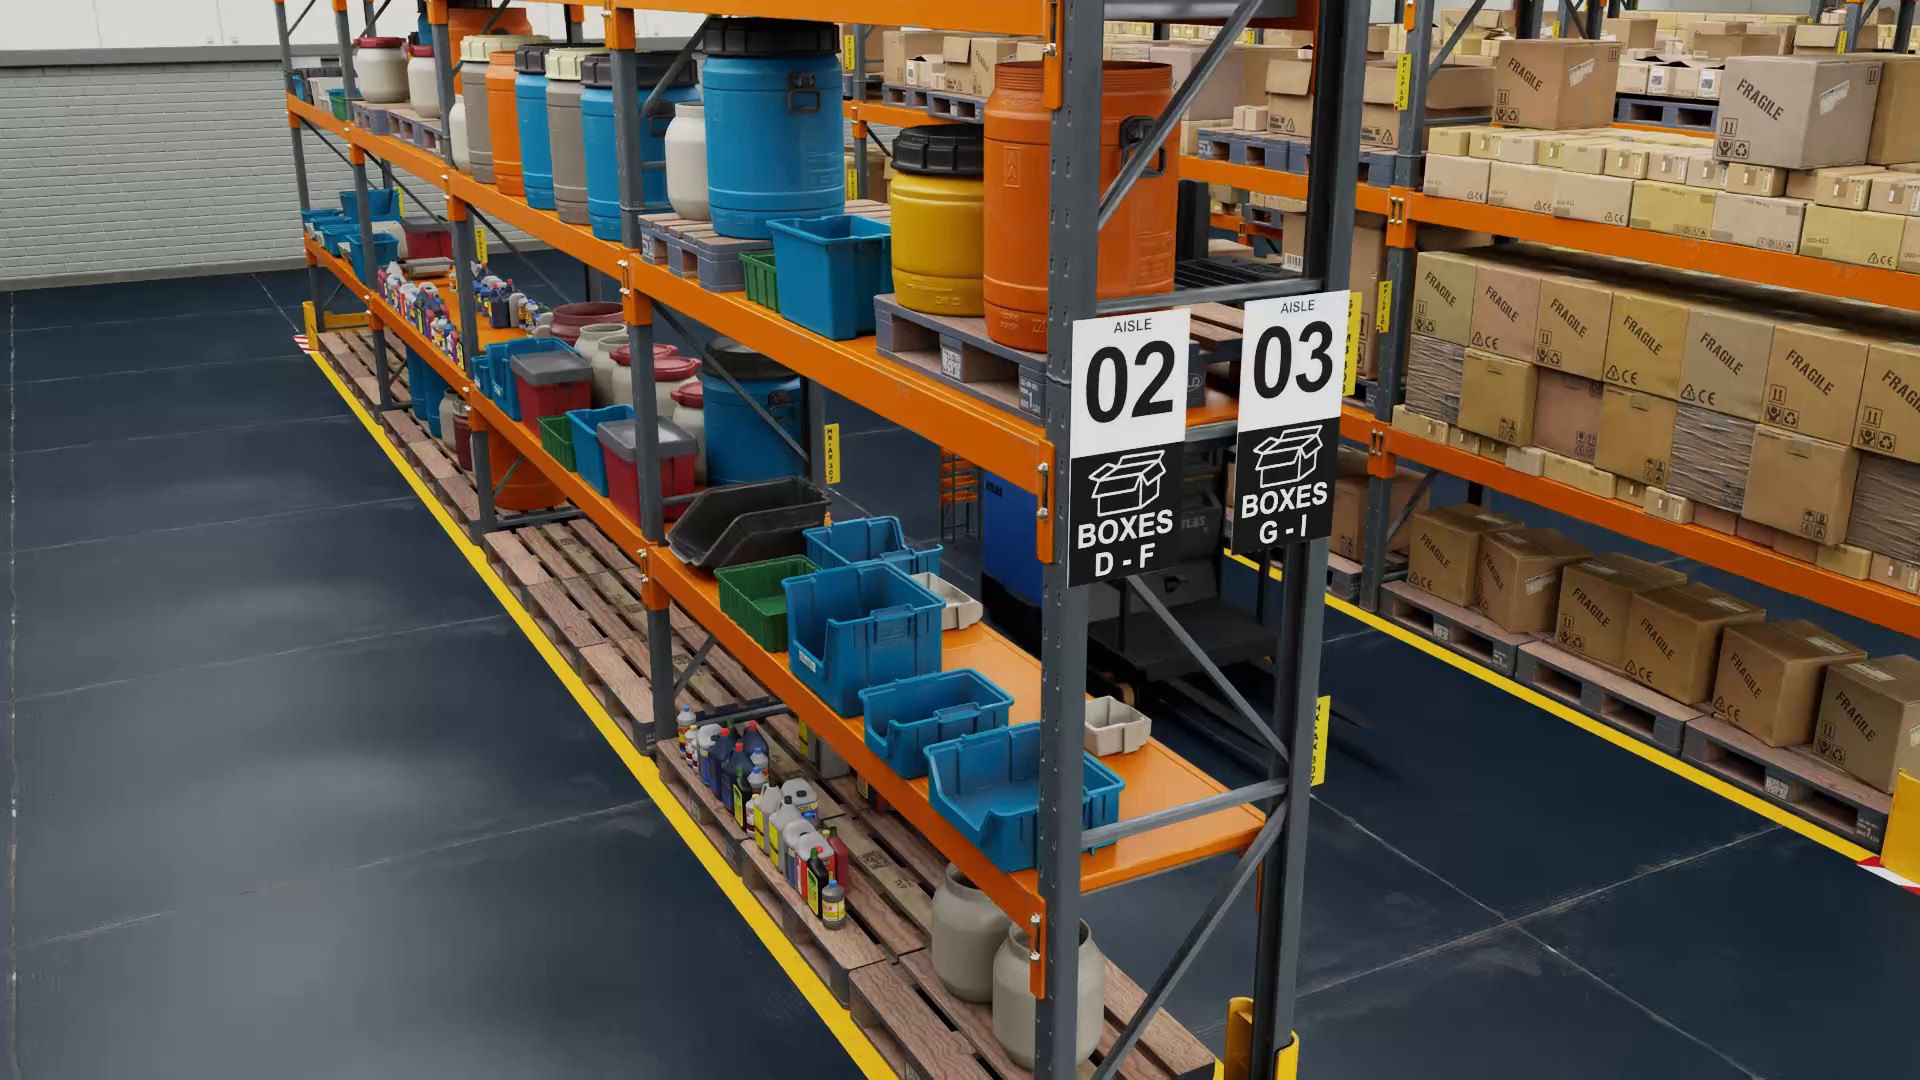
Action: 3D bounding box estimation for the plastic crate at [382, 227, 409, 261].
[{"bbox_3d":[-5.547,-2.985,16.772,0.437,0.282,0.530,-10,21,-27],"label":"plastic crate"}]

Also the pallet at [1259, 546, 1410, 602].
[{"bbox_3d":[2.802,0.079,12.079,1.003,0.211,1.213,-10,21,-27],"label":"pallet"}]

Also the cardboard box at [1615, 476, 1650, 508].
[{"bbox_3d":[3.894,-0.296,9.275,0.380,0.149,0.250,-10,21,-27],"label":"cardboard box"}]

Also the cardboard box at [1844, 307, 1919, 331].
[{"bbox_3d":[4.820,-0.873,8.420,0.500,0.500,0.500,-10,21,-27],"label":"cardboard box"}]

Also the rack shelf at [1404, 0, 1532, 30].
[{"bbox_3d":[2.224,-3.897,11.845,1.077,0.370,4.000,-10,21,-27],"label":"rack shelf"}]

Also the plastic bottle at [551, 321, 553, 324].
[{"bbox_3d":[-3.122,-1.618,12.899,0.061,0.283,0.133,-10,21,-27],"label":"plastic bottle"}]

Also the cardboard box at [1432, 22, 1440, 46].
[{"bbox_3d":[6.863,-7.180,23.581,0.500,0.311,0.500,-10,21,-26],"label":"cardboard box"}]

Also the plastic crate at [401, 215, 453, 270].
[{"bbox_3d":[-5.188,-2.899,16.244,0.402,0.464,0.583,-10,21,-27],"label":"plastic crate"}]

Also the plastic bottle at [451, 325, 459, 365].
[{"bbox_3d":[-3.762,-1.458,12.437,0.061,0.283,0.133,-10,21,-27],"label":"plastic bottle"}]

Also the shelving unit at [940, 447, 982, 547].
[{"bbox_3d":[0.007,-0.563,12.424,0.258,1.200,0.189,-10,21,-27],"label":"shelving unit"}]

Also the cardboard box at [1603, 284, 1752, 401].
[{"bbox_3d":[3.886,-1.079,9.018,0.500,0.500,0.500,-10,21,-27],"label":"cardboard box"}]

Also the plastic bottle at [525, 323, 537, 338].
[{"bbox_3d":[-3.327,-1.586,12.932,0.097,0.201,0.097,0,19,0],"label":"plastic bottle"}]

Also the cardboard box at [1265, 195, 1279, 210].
[{"bbox_3d":[3.707,-3.868,18.985,0.380,0.149,0.250,-10,21,-26],"label":"cardboard box"}]

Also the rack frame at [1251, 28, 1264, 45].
[{"bbox_3d":[3.788,-6.888,18.796,1.000,3.000,0.127,-10,21,-27],"label":"rack frame"}]

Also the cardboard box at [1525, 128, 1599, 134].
[{"bbox_3d":[3.629,-2.412,10.043,0.380,0.149,0.250,-10,21,-26],"label":"cardboard box"}]

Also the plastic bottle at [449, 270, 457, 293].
[{"bbox_3d":[-4.614,-2.364,15.187,0.097,0.201,0.097,0,19,0],"label":"plastic bottle"}]

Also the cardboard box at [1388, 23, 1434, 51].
[{"bbox_3d":[4.638,-5.172,17.097,0.396,0.266,0.258,-10,21,-27],"label":"cardboard box"}]

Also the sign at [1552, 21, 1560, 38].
[{"bbox_3d":[7.608,-6.461,21.244,0.100,0.325,0.005,-10,21,-27],"label":"sign"}]

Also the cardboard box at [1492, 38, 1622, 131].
[{"bbox_3d":[3.612,-2.768,10.081,0.500,0.500,0.500,-11,22,-28],"label":"cardboard box"}]

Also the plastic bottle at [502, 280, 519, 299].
[{"bbox_3d":[-3.737,-1.993,13.883,0.144,0.351,0.185,-10,21,-27],"label":"plastic bottle"}]

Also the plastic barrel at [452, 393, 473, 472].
[{"bbox_3d":[-3.868,-0.918,13.745,0.600,0.588,0.708,-10,21,-27],"label":"plastic barrel"}]

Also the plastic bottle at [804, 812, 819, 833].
[{"bbox_3d":[-0.702,1.360,7.706,0.097,0.201,0.097,0,19,0],"label":"plastic bottle"}]

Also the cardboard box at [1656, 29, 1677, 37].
[{"bbox_3d":[11.025,-7.792,25.790,0.500,0.250,0.500,-11,22,-28],"label":"cardboard box"}]

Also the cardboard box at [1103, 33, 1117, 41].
[{"bbox_3d":[2.117,-6.467,21.640,0.500,0.250,0.500,-10,22,-27],"label":"cardboard box"}]

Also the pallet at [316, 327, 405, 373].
[{"bbox_3d":[-6.526,-2.133,18.488,1.003,0.211,1.213,-10,21,-27],"label":"pallet"}]

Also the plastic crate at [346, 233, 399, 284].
[{"bbox_3d":[-5.506,-2.647,15.637,0.392,0.384,0.575,-10,21,-27],"label":"plastic crate"}]

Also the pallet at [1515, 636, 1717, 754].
[{"bbox_3d":[4.107,0.840,9.873,1.003,0.211,1.213,-10,21,-27],"label":"pallet"}]

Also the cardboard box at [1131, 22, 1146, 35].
[{"bbox_3d":[2.383,-6.460,21.009,0.380,0.149,0.250,-9,21,-25],"label":"cardboard box"}]

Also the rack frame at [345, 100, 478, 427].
[{"bbox_3d":[-4.984,-2.545,15.409,1.000,3.000,0.127,-10,21,-27],"label":"rack frame"}]

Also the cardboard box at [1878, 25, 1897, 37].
[{"bbox_3d":[12.636,-6.935,22.663,0.380,0.149,0.250,-10,22,-28],"label":"cardboard box"}]

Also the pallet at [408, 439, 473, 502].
[{"bbox_3d":[-4.071,-0.648,14.187,1.003,0.211,1.213,-10,21,-27],"label":"pallet"}]

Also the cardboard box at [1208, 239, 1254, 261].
[{"bbox_3d":[1.919,-2.116,13.369,0.700,0.500,0.500,-7,20,-19],"label":"cardboard box"}]

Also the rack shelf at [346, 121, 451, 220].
[{"bbox_3d":[-4.035,-3.049,13.373,1.077,0.370,4.000,-10,21,-27],"label":"rack shelf"}]

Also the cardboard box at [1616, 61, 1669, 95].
[{"bbox_3d":[6.075,-4.111,14.780,0.500,0.250,0.500,-9,21,-25],"label":"cardboard box"}]

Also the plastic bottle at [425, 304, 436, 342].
[{"bbox_3d":[-4.195,-1.720,13.196,0.061,0.283,0.133,-10,21,-27],"label":"plastic bottle"}]

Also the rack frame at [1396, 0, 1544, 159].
[{"bbox_3d":[3.173,-3.852,9.998,1.000,3.000,0.127,-10,21,-27],"label":"rack frame"}]

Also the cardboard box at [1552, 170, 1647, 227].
[{"bbox_3d":[3.644,-1.899,9.167,0.500,0.250,0.500,-11,22,-29],"label":"cardboard box"}]

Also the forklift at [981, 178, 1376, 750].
[{"bbox_3d":[1.266,-0.552,9.738,1.130,2.935,3.031,-10,21,-26],"label":"forklift"}]

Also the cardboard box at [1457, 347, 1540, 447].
[{"bbox_3d":[3.539,-0.916,10.078,0.875,0.500,0.500,-10,21,-27],"label":"cardboard box"}]

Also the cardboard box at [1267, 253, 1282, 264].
[{"bbox_3d":[3.906,-3.170,19.258,0.500,0.250,0.500,-11,22,-29],"label":"cardboard box"}]

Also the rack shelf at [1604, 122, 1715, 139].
[{"bbox_3d":[6.637,-3.407,14.411,1.077,0.370,4.000,-10,21,-27],"label":"rack shelf"}]

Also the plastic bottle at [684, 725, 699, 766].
[{"bbox_3d":[-1.372,1.055,8.592,0.097,0.201,0.097,0,19,0],"label":"plastic bottle"}]

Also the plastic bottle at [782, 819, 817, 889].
[{"bbox_3d":[-0.705,1.403,7.467,0.152,0.276,0.135,-11,22,-28],"label":"plastic bottle"}]

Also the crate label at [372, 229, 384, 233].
[{"bbox_3d":[-6.058,-3.230,17.705,0.396,0.136,0.243,-10,21,-27],"label":"crate label"}]

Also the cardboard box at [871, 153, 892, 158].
[{"bbox_3d":[-0.628,-3.914,17.999,0.500,0.500,0.500,-10,21,-27],"label":"cardboard box"}]

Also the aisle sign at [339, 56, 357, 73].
[{"bbox_3d":[-6.660,-4.988,18.504,0.394,0.787,0.004,-10,21,-27],"label":"aisle sign"}]

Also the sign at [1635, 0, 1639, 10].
[{"bbox_3d":[11.061,-8.682,27.239,0.100,0.325,0.005,-10,21,-27],"label":"sign"}]

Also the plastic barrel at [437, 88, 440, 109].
[{"bbox_3d":[-3.723,-3.233,12.372,0.301,0.262,0.301,0,19,0],"label":"plastic barrel"}]

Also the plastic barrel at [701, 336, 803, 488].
[{"bbox_3d":[-1.102,-0.644,9.129,0.600,0.901,0.708,-10,21,-27],"label":"plastic barrel"}]

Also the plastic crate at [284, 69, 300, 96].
[{"bbox_3d":[-6.946,-4.896,17.823,0.497,0.269,0.590,-10,21,-27],"label":"plastic crate"}]

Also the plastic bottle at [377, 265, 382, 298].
[{"bbox_3d":[-5.186,-2.319,14.932,0.061,0.283,0.133,-10,21,-27],"label":"plastic bottle"}]

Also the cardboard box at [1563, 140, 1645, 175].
[{"bbox_3d":[3.557,-2.110,9.167,0.380,0.149,0.250,-10,22,-28],"label":"cardboard box"}]

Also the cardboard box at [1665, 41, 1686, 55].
[{"bbox_3d":[8.656,-5.822,19.868,0.396,0.266,0.258,-8,21,-22],"label":"cardboard box"}]

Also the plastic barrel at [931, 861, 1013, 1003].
[{"bbox_3d":[0.096,1.556,6.694,0.421,0.512,0.421,0,19,0],"label":"plastic barrel"}]

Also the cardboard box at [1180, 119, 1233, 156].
[{"bbox_3d":[1.769,-3.043,12.484,0.500,0.250,0.500,-9,21,-26],"label":"cardboard box"}]
